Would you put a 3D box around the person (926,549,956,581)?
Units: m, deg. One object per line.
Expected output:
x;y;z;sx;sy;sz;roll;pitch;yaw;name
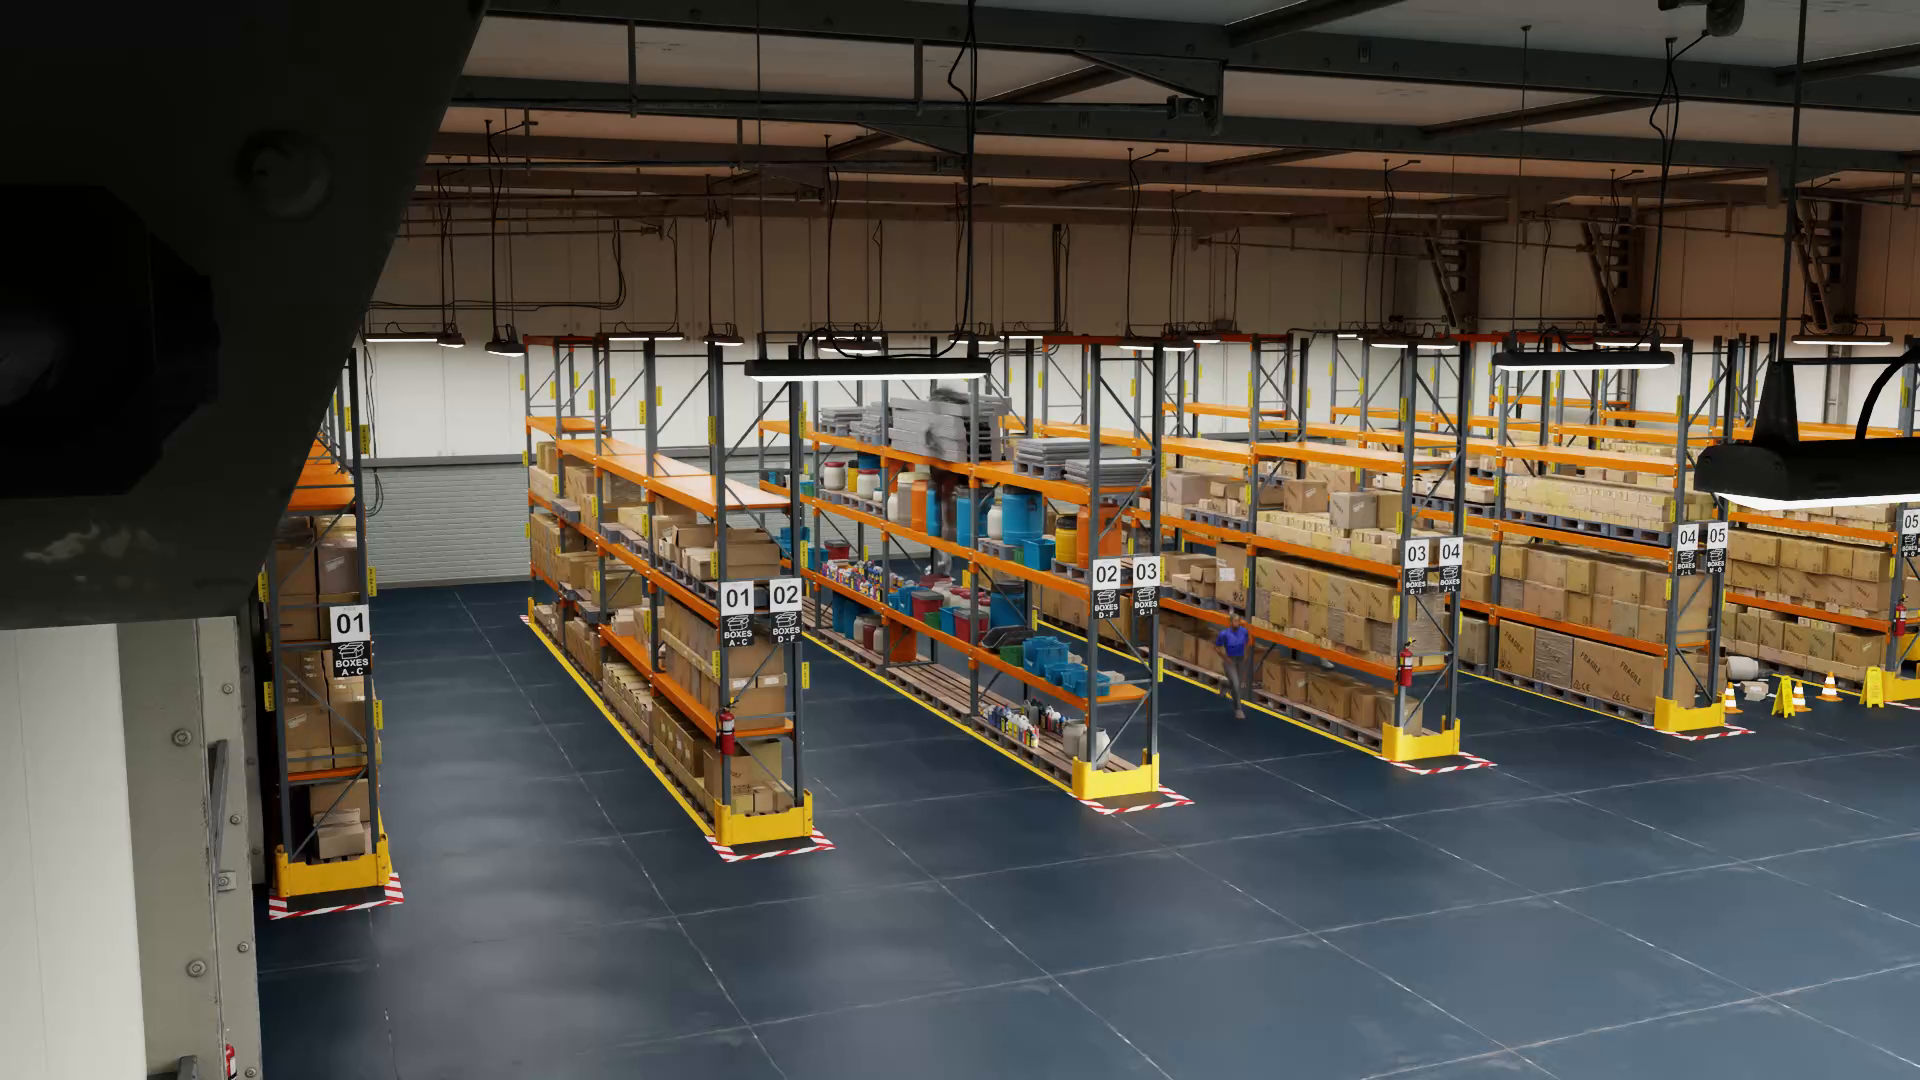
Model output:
-0.459;0.224;40.194;0.739;1.555;0.549;0;8;-2;person

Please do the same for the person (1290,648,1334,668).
6.456;1.400;30.312;0.704;1.767;0.943;-6;10;-39;person

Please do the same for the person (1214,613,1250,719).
4.171;1.892;25.583;0.588;1.609;0.752;-3;8;-19;person
